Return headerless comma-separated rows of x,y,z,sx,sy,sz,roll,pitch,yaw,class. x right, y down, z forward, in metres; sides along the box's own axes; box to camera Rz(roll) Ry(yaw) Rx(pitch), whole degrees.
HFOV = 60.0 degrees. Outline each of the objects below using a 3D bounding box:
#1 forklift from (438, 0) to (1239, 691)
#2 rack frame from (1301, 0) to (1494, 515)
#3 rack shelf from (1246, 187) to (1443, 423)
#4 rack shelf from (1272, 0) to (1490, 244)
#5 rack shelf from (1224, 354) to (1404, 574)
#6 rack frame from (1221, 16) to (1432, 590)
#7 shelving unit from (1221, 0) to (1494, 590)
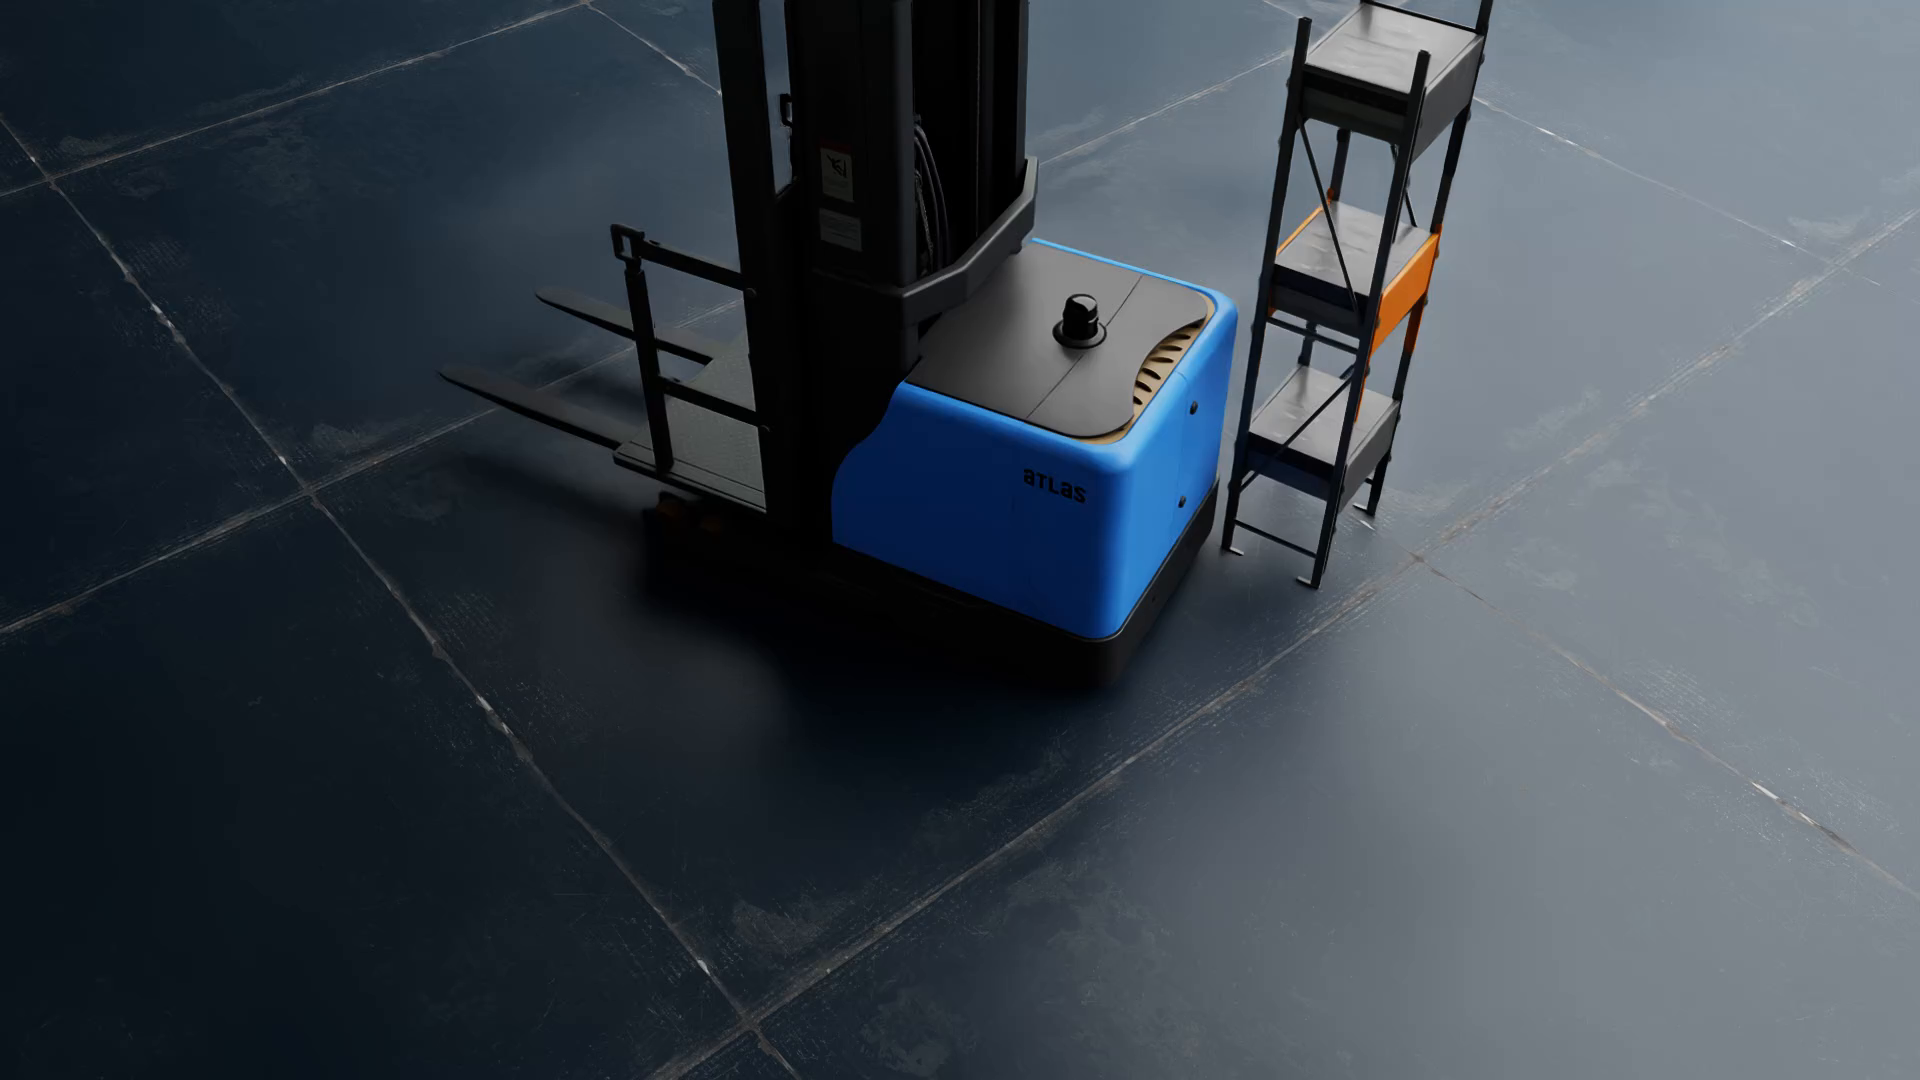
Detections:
-0.598,-1.289,5.482,3.031,2.935,1.130,20,47,20,forklift
1.421,-0.940,5.717,0.400,2.100,0.015,25,49,24,rack frame
1.283,-0.792,5.580,0.431,0.518,0.480,25,49,24,rack shelf
1.283,-1.302,5.100,0.431,0.518,0.480,25,49,24,rack shelf
1.283,-0.282,6.059,0.431,0.518,0.480,25,49,24,rack shelf
1.145,-0.664,5.424,0.400,2.100,0.015,25,49,24,rack frame
1.283,-0.802,5.570,0.431,2.100,0.503,25,49,24,shelving unit
